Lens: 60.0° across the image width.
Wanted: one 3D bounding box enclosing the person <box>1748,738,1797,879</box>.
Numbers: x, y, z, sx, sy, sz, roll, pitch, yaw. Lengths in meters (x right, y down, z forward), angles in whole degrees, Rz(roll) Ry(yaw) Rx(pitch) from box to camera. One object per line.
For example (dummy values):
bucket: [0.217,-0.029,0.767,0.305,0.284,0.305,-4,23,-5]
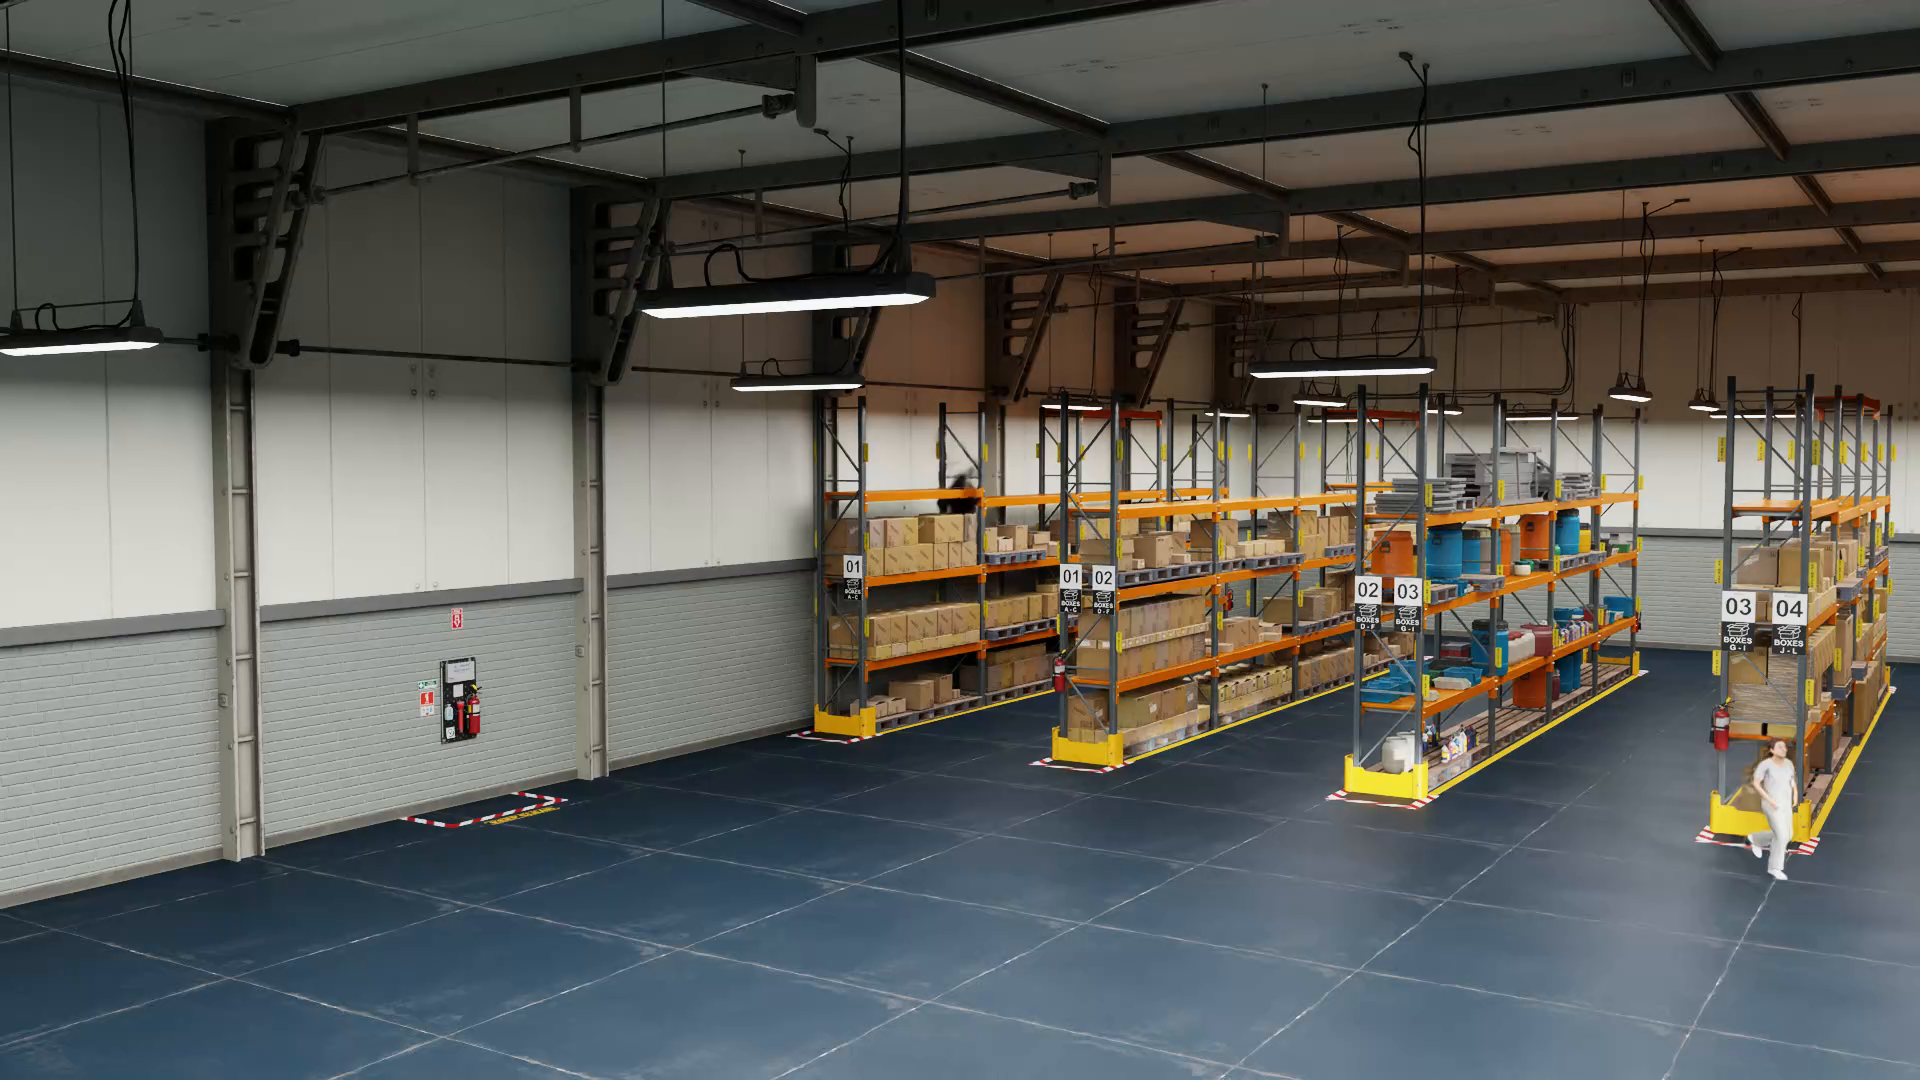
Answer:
person: [9.662,3.154,19.770,0.585,1.657,0.591,-1,3,-15]
